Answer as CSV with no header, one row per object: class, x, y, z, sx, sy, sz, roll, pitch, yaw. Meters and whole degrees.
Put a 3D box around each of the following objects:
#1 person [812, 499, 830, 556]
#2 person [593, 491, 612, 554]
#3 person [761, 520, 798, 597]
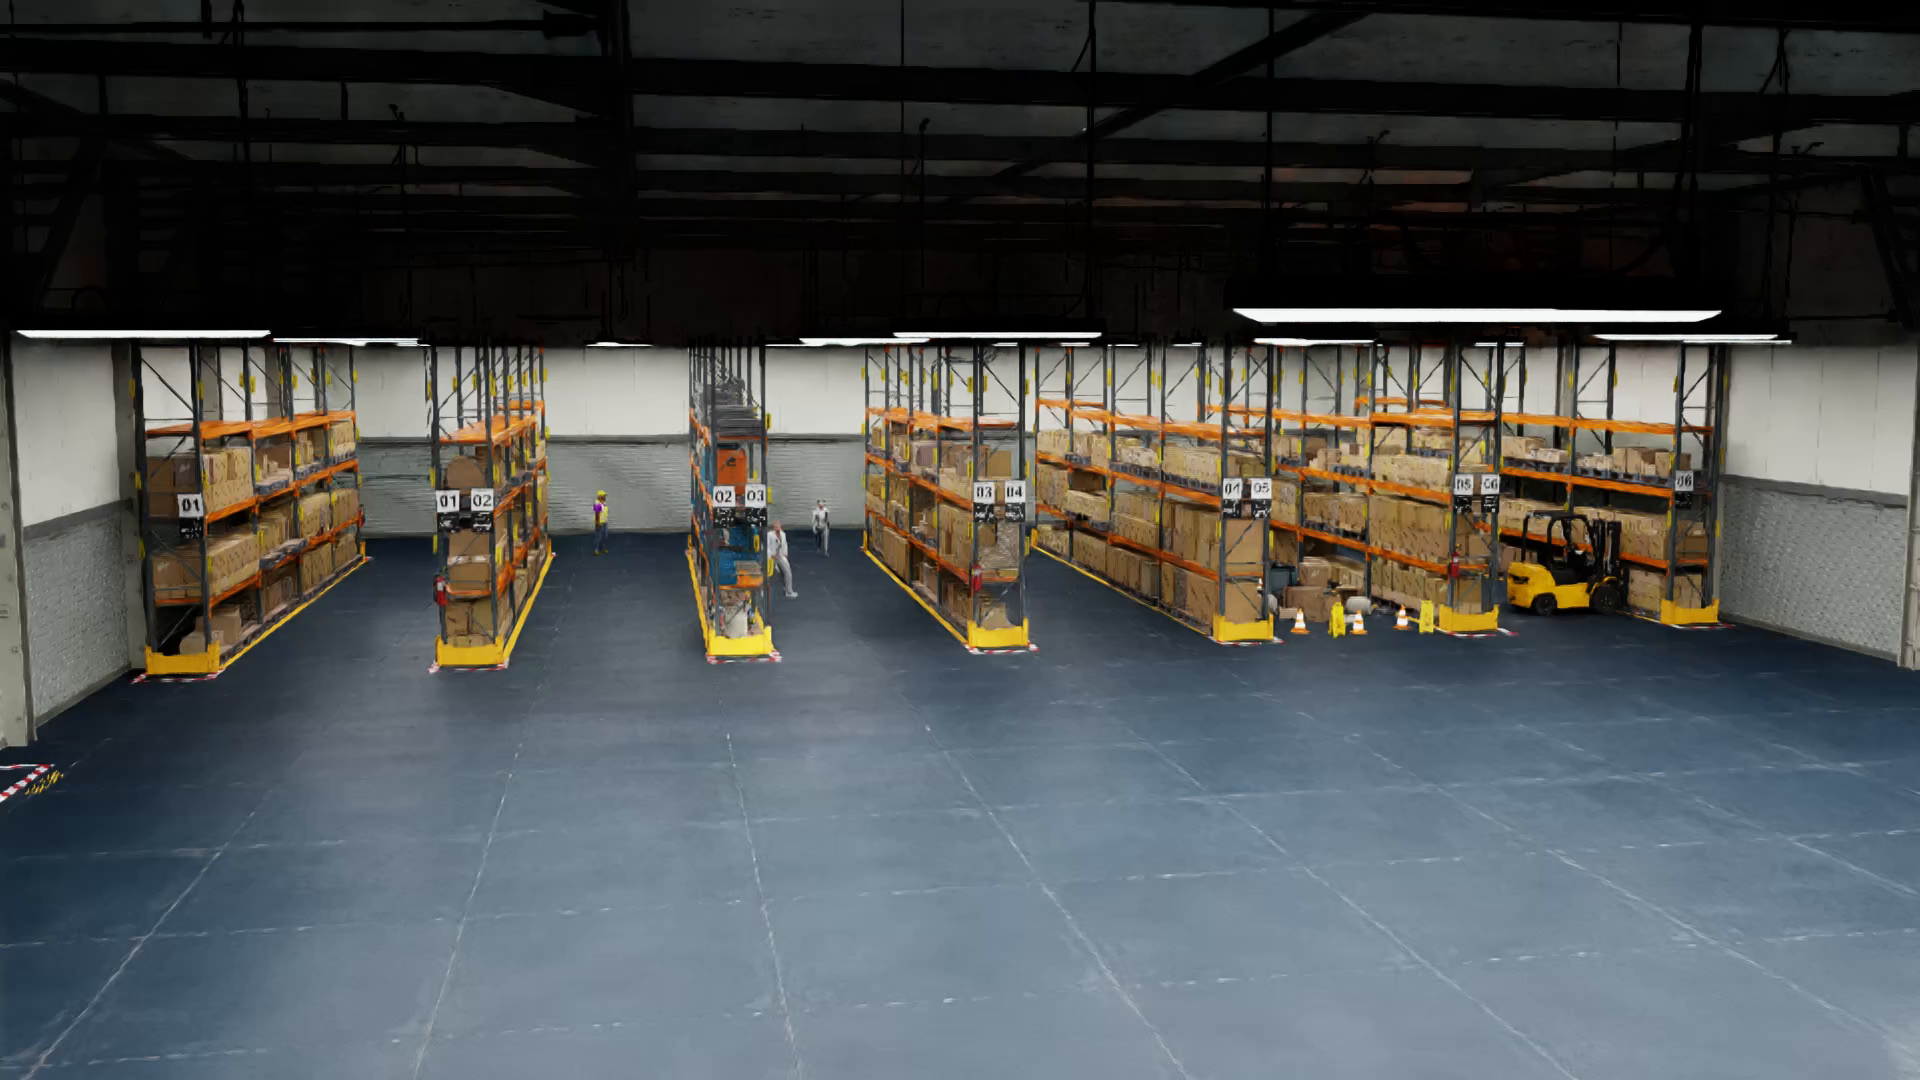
person,-3.851,-0.367,46.124,0.495,1.589,1.086,-1,7,-9
person,-10.027,-0.500,46.516,0.415,1.767,0.649,1,7,9
person,-4.062,0.401,36.615,0.723,1.704,0.879,-4,8,-30
